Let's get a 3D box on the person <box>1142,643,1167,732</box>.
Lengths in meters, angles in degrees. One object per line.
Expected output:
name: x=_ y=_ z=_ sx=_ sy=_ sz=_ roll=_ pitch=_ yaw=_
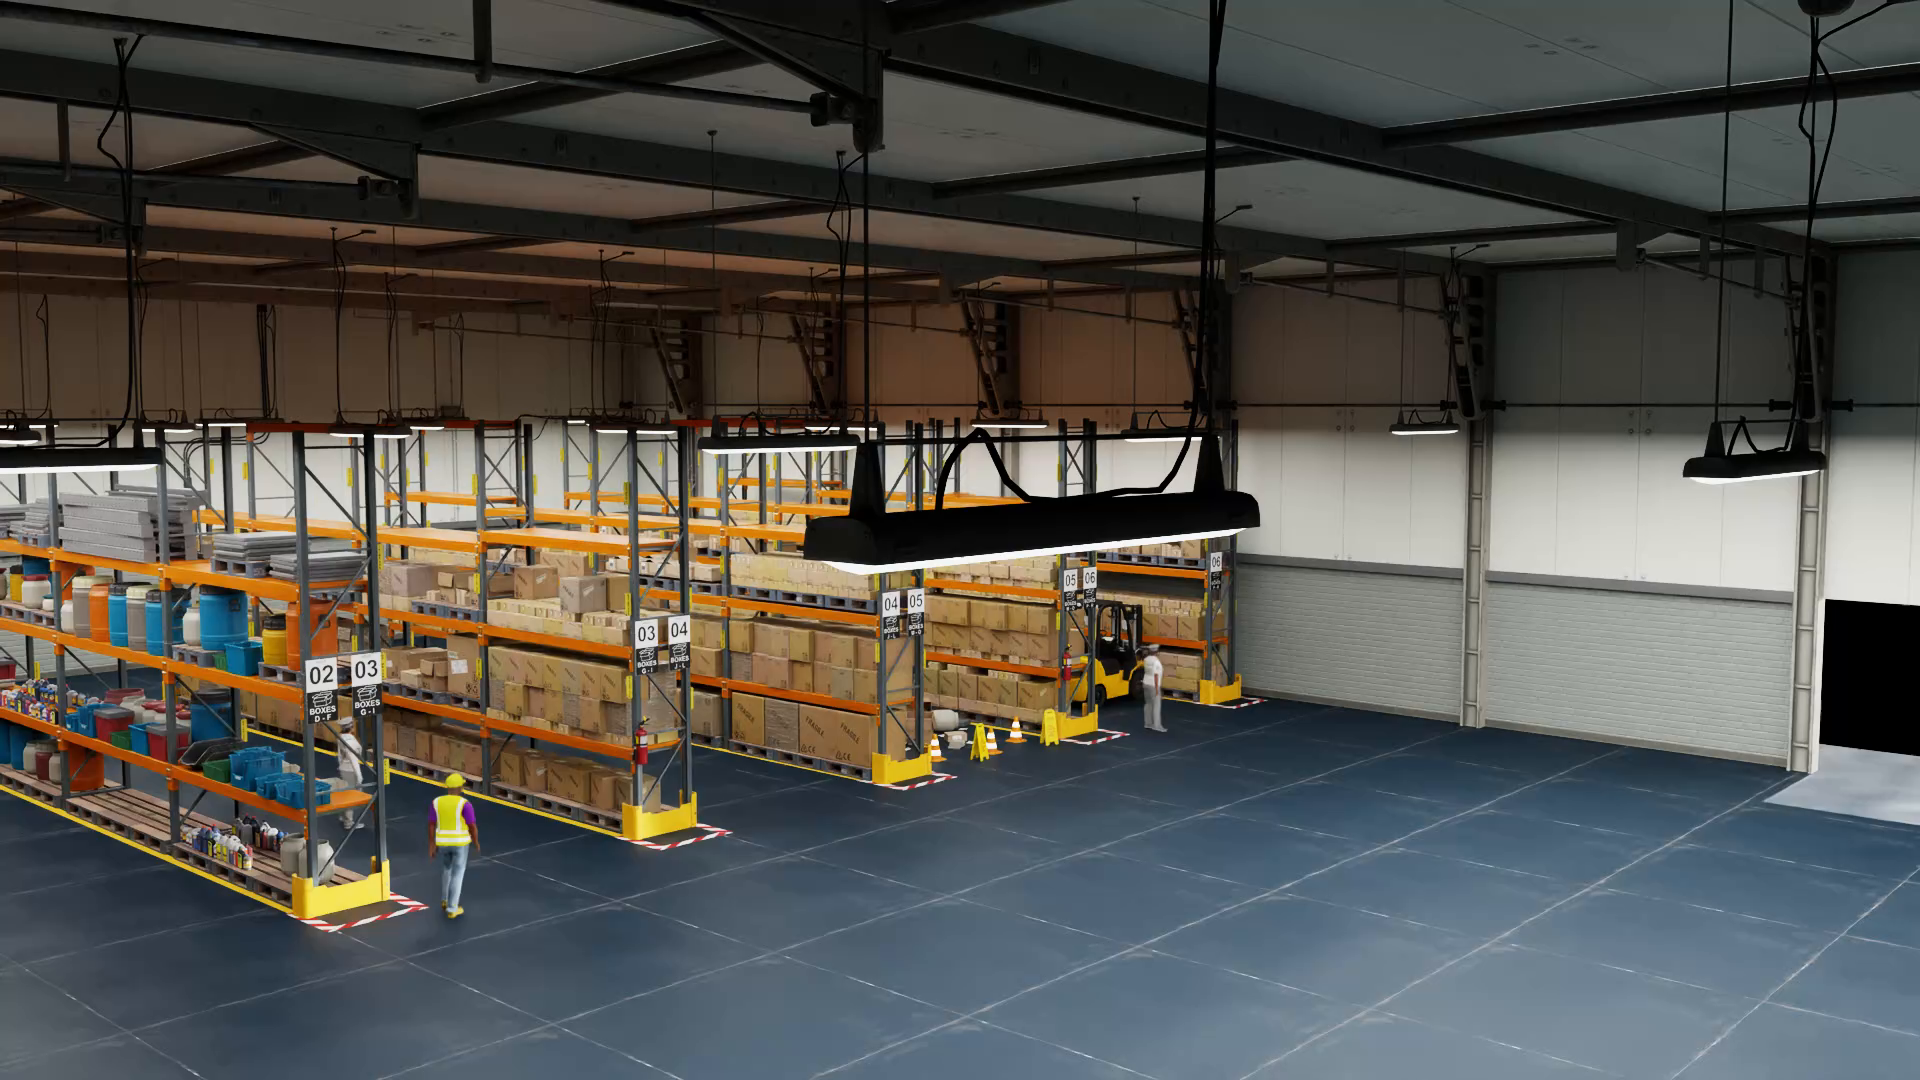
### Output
person: x=3.767 y=2.866 z=32.304 sx=0.381 sy=1.689 sz=0.496 roll=-2 pitch=5 yaw=-26

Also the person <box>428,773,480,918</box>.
person: x=-6.257 y=3.781 z=20.556 sx=0.592 sy=1.815 sz=0.522 roll=1 pitch=5 yaw=7

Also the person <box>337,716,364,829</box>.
person: x=-9.094 y=3.480 z=24.815 sx=0.351 sy=1.707 sz=0.527 roll=-2 pitch=5 yaw=-22
